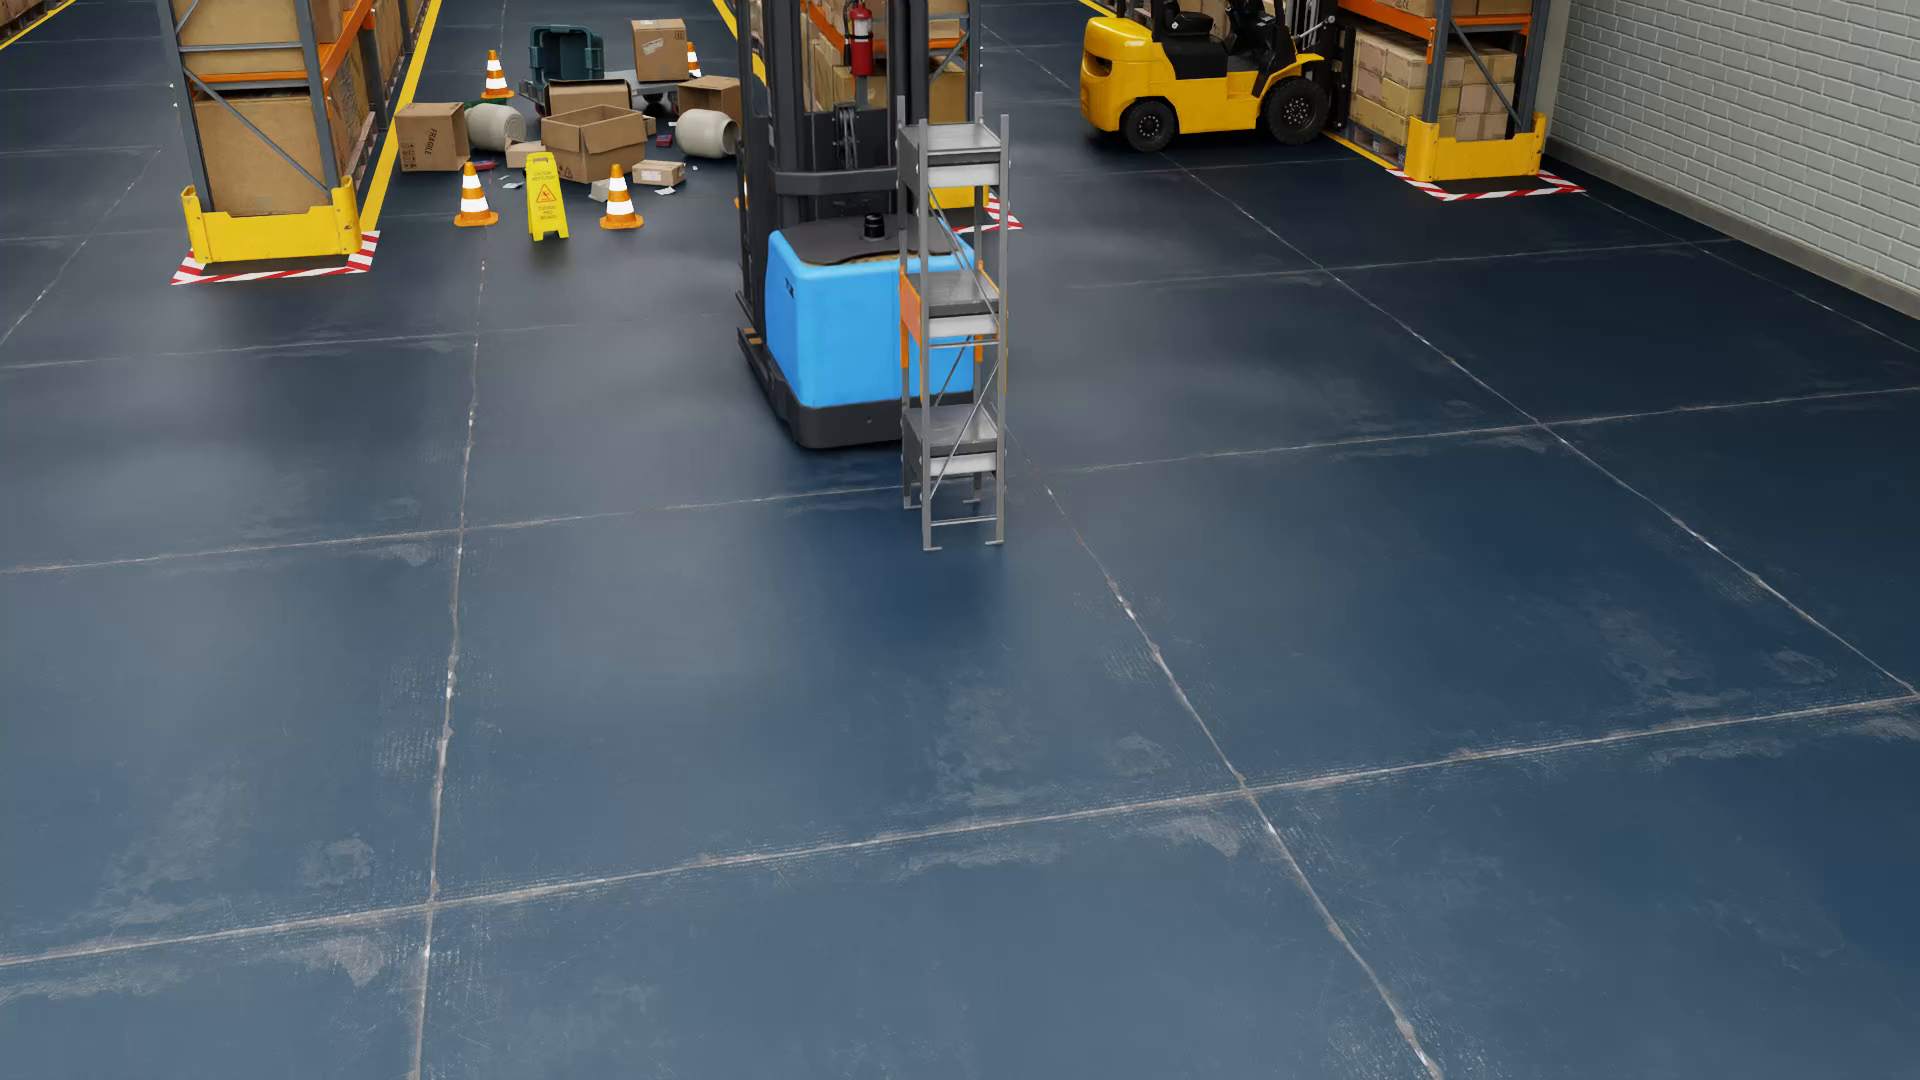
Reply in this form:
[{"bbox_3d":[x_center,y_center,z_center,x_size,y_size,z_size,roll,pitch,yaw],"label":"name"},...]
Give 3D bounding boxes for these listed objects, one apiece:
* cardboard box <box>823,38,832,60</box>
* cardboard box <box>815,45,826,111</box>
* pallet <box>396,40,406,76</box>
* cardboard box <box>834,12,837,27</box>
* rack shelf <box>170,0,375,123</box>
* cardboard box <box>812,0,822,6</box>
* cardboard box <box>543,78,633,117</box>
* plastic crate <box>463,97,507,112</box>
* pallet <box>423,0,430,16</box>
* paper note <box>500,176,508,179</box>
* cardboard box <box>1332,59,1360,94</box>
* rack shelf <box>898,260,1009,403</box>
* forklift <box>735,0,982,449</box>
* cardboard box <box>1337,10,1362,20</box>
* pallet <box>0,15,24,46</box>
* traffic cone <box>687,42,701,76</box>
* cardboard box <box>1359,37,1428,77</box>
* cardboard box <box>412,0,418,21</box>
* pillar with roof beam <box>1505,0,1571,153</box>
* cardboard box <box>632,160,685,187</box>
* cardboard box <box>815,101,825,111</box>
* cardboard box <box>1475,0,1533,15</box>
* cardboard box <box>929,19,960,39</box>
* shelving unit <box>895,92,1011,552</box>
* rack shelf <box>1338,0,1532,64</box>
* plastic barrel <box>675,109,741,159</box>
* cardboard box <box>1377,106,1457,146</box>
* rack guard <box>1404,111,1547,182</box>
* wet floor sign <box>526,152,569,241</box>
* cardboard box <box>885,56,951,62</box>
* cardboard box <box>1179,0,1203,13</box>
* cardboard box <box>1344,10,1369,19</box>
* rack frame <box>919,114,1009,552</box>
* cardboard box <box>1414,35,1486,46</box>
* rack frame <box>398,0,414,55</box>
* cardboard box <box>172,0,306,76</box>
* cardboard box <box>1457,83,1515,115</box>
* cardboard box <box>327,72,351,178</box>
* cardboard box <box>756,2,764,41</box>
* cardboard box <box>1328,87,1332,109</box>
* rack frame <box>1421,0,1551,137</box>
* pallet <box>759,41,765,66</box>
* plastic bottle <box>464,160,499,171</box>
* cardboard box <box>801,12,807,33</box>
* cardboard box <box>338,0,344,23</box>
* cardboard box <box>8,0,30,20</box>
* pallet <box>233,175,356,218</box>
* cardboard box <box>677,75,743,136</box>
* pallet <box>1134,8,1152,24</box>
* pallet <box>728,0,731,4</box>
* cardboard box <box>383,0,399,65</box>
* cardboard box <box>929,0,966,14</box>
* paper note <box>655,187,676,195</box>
[{"bbox_3d":[-0.976,-4.248,14.370,0.380,0.149,0.250,-5,27,-11],"label":"cardboard box"},{"bbox_3d":[-1.002,-4.144,14.885,0.500,0.500,0.500,-7,28,-13],"label":"cardboard box"},{"bbox_3d":[-6.838,-5.439,18.792,1.003,0.211,1.213,-6,27,-12],"label":"pallet"},{"bbox_3d":[-0.834,-4.318,13.755,0.380,0.149,0.250,-6,27,-12],"label":"cardboard box"},{"bbox_3d":[-5.590,-4.083,13.809,1.077,0.370,4.000,-6,27,-12],"label":"rack shelf"},{"bbox_3d":[-1.119,-4.876,14.860,0.380,0.149,0.250,-6,27,-12],"label":"cardboard box"},{"bbox_3d":[-3.421,-3.943,15.353,0.797,0.637,0.503,-6,27,-12],"label":"cardboard box"},{"bbox_3d":[-4.725,-4.109,16.119,0.450,0.188,0.662,-2,25,20],"label":"plastic crate"},{"bbox_3d":[-7.667,-7.208,22.296,1.003,0.211,1.213,-6,27,-12],"label":"pallet"},{"bbox_3d":[-3.976,-3.164,14.508,0.032,0.001,0.123,8,28,15],"label":"paper note"},{"bbox_3d":[3.842,-4.390,15.649,0.500,0.250,0.500,-7,28,-13],"label":"cardboard box"},{"bbox_3d":[-0.037,-0.998,7.927,0.431,0.518,0.480,-6,27,-12],"label":"rack shelf"},{"bbox_3d":[-0.783,-2.452,9.855,1.130,2.935,3.031,-8,28,-15],"label":"forklift"},{"bbox_3d":[3.626,-5.054,16.410,0.500,0.250,0.500,-5,27,-10],"label":"cardboard box"},{"bbox_3d":[-12.173,-6.222,20.343,1.003,0.211,1.213,-6,27,-12],"label":"pallet"},{"bbox_3d":[-2.884,-5.099,17.838,0.336,0.463,0.334,-6,27,-12],"label":"traffic cone"},{"bbox_3d":[3.967,-4.379,15.073,0.500,0.250,0.500,-5,27,-11],"label":"cardboard box"},{"bbox_3d":[-6.970,-6.666,20.437,0.500,0.500,0.500,-6,27,-11],"label":"cardboard box"},{"bbox_3d":[1.023,-7.217,12.562,9.100,9.000,0.400,-6,27,-12],"label":"pillar with roof beam"},{"bbox_3d":[-2.603,-3.170,14.366,0.380,0.149,0.250,8,28,15],"label":"cardboard box"},{"bbox_3d":[-1.016,-3.818,15.071,0.500,0.250,0.500,-7,28,-13],"label":"cardboard box"},{"bbox_3d":[4.655,-4.869,14.457,0.500,0.500,0.500,-5,27,-10],"label":"cardboard box"},{"bbox_3d":[-0.214,-4.131,13.384,0.380,0.149,0.250,-6,27,-11],"label":"cardboard box"},{"bbox_3d":[-0.037,-1.010,7.921,0.431,2.100,0.503,-6,27,-12],"label":"shelving unit"},{"bbox_3d":[4.045,-5.136,15.894,1.077,0.370,4.000,-6,27,-12],"label":"rack shelf"},{"bbox_3d":[-2.280,-3.676,15.063,0.512,0.421,0.421,13,30,24],"label":"plastic barrel"},{"bbox_3d":[4.082,-3.713,14.863,0.500,0.250,0.500,-6,27,-11],"label":"cardboard box"},{"bbox_3d":[4.501,-3.452,14.535,1.175,0.500,0.348,-6,27,-12],"label":"rack guard"},{"bbox_3d":[-3.204,-2.663,12.811,0.267,0.644,0.232,-11,29,-20],"label":"wet floor sign"},{"bbox_3d":[-0.380,-3.989,14.578,0.500,0.500,0.500,-7,28,-14],"label":"cardboard box"},{"bbox_3d":[3.127,-6.361,19.694,0.875,0.625,0.625,-7,28,-14],"label":"cardboard box"},{"bbox_3d":[4.123,-5.100,16.502,0.500,0.250,0.500,-6,27,-11],"label":"cardboard box"},{"bbox_3d":[0.018,-0.903,7.709,0.400,2.100,0.015,-6,27,-12],"label":"rack frame"},{"bbox_3d":[4.456,-4.434,15.182,0.500,0.250,0.500,-6,27,-12],"label":"cardboard box"},{"bbox_3d":[-6.942,-7.038,18.865,1.000,3.000,0.127,-6,27,-12],"label":"rack frame"},{"bbox_3d":[-5.267,-3.751,12.187,0.875,0.550,0.550,-6,27,-12],"label":"cardboard box"},{"bbox_3d":[4.592,-3.989,14.856,0.500,0.250,0.500,-5,27,-11],"label":"cardboard box"},{"bbox_3d":[-5.557,-3.442,13.632,0.875,0.875,0.875,-6,27,-12],"label":"cardboard box"},{"bbox_3d":[-1.851,-6.027,19.313,0.950,0.372,0.625,-6,27,-13],"label":"cardboard box"},{"bbox_3d":[3.736,-4.378,16.181,0.500,0.250,0.500,-5,27,-10],"label":"cardboard box"},{"bbox_3d":[4.496,-4.579,13.993,1.000,3.000,0.127,-6,27,-12],"label":"rack frame"},{"bbox_3d":[-1.696,-5.462,18.838,1.003,0.211,1.213,-6,27,-12],"label":"pallet"},{"bbox_3d":[-4.248,-3.324,14.768,0.283,0.061,0.133,-16,31,-29],"label":"plastic bottle"},{"bbox_3d":[-1.284,-4.841,15.545,0.380,0.149,0.250,-5,27,-10],"label":"cardboard box"},{"bbox_3d":[-5.576,-4.478,13.626,0.875,0.550,0.500,-6,27,-12],"label":"cardboard box"},{"bbox_3d":[-12.333,-6.903,20.489,1.225,0.875,0.875,-7,28,-13],"label":"cardboard box"},{"bbox_3d":[-5.396,-2.624,13.215,1.003,0.211,1.213,-6,27,-12],"label":"pallet"},{"bbox_3d":[-2.325,-4.106,15.827,0.500,0.500,0.500,13,30,24],"label":"cardboard box"},{"bbox_3d":[2.840,-6.481,20.855,1.003,0.211,1.213,-6,27,-12],"label":"pallet"},{"bbox_3d":[-2.796,-7.765,23.400,1.003,0.211,1.213,-6,27,-12],"label":"pallet"},{"bbox_3d":[-6.692,-5.561,17.970,1.050,0.750,0.750,-6,27,-11],"label":"cardboard box"},{"bbox_3d":[-0.176,-4.487,13.369,0.500,0.500,0.500,-6,27,-12],"label":"cardboard box"},{"bbox_3d":[-2.492,-2.960,14.081,0.148,0.019,0.142,-16,31,-29],"label":"paper note"}]
